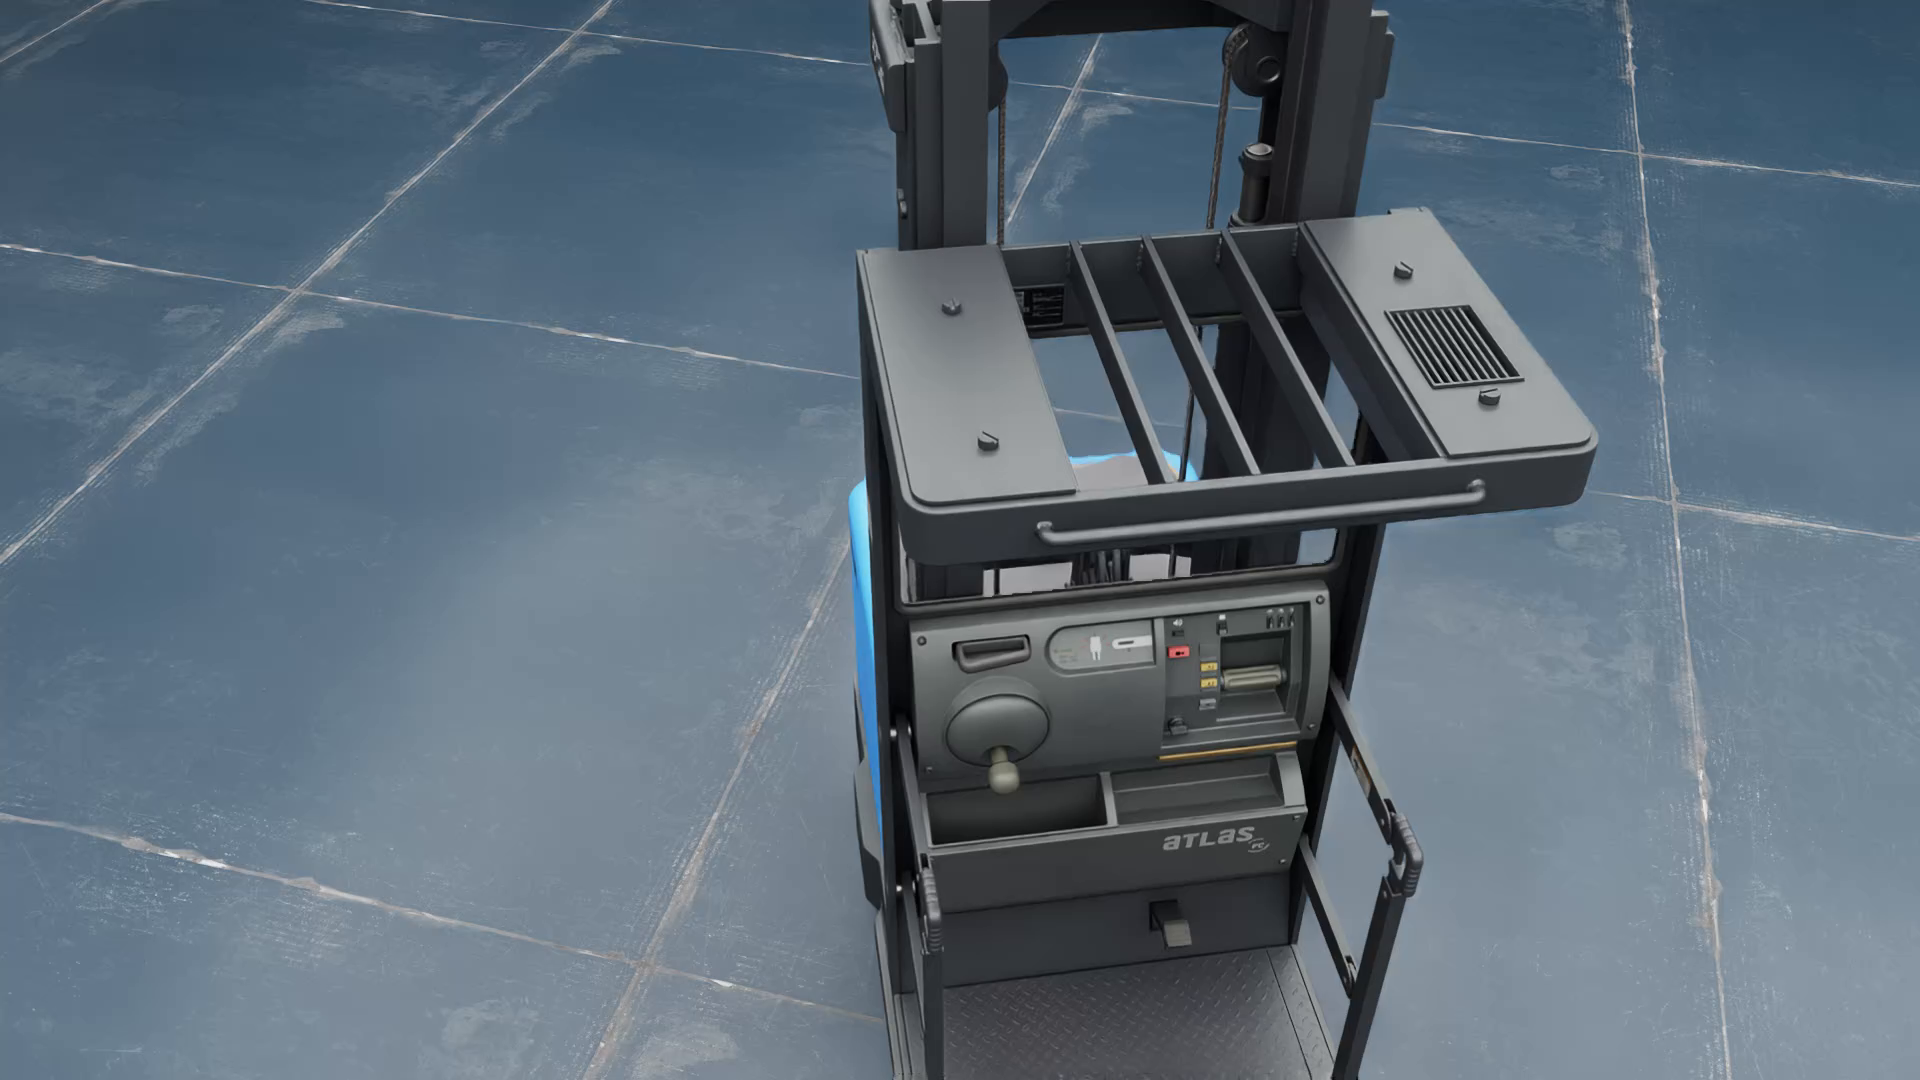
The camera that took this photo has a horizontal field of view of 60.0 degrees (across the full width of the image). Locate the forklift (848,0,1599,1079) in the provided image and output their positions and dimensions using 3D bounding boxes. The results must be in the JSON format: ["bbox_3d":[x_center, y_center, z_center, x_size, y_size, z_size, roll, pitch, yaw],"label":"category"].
[{"bbox_3d":[0.392,0.404,3.490,1.130,2.935,3.031,-6,40,-7],"label":"forklift"}]
